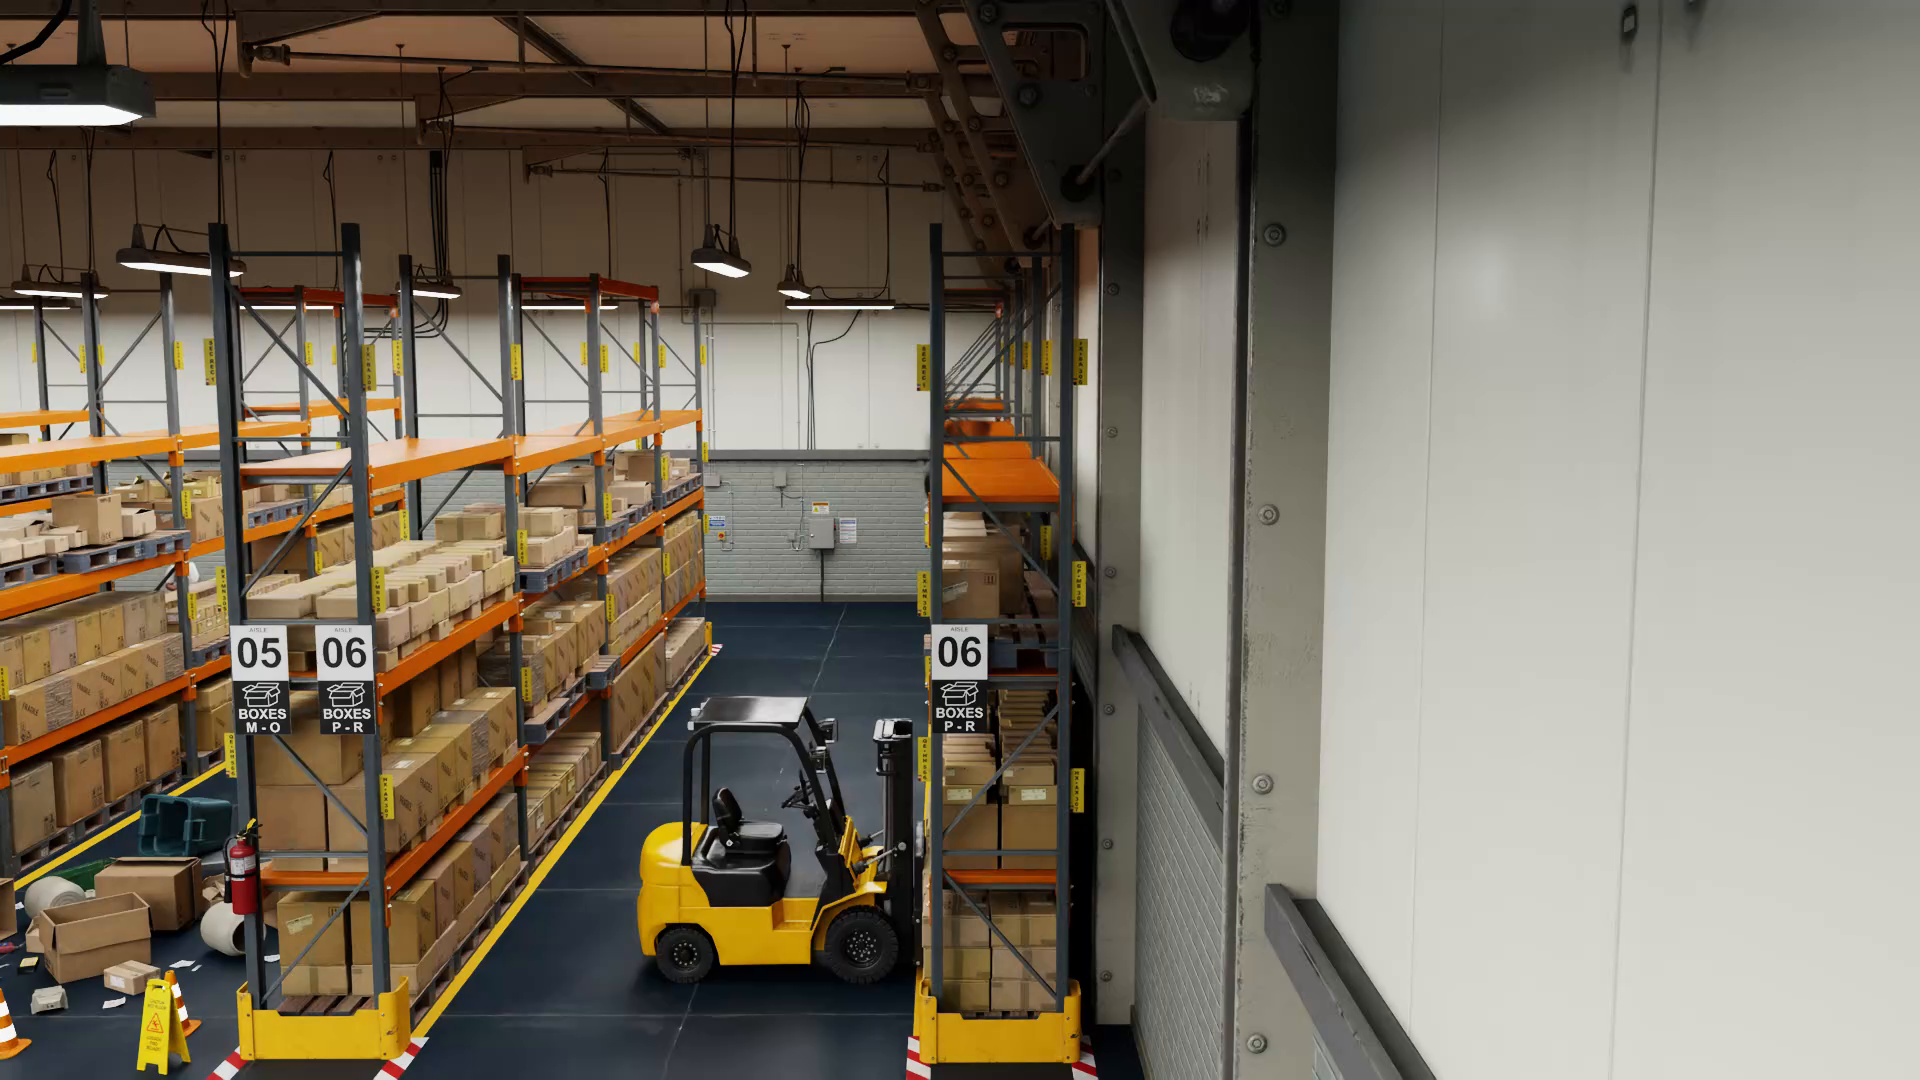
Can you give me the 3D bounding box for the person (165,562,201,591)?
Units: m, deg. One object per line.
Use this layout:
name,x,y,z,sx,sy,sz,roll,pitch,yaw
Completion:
person,-12.948,1.004,27.914,1.020,1.760,0.722,7,9,44
